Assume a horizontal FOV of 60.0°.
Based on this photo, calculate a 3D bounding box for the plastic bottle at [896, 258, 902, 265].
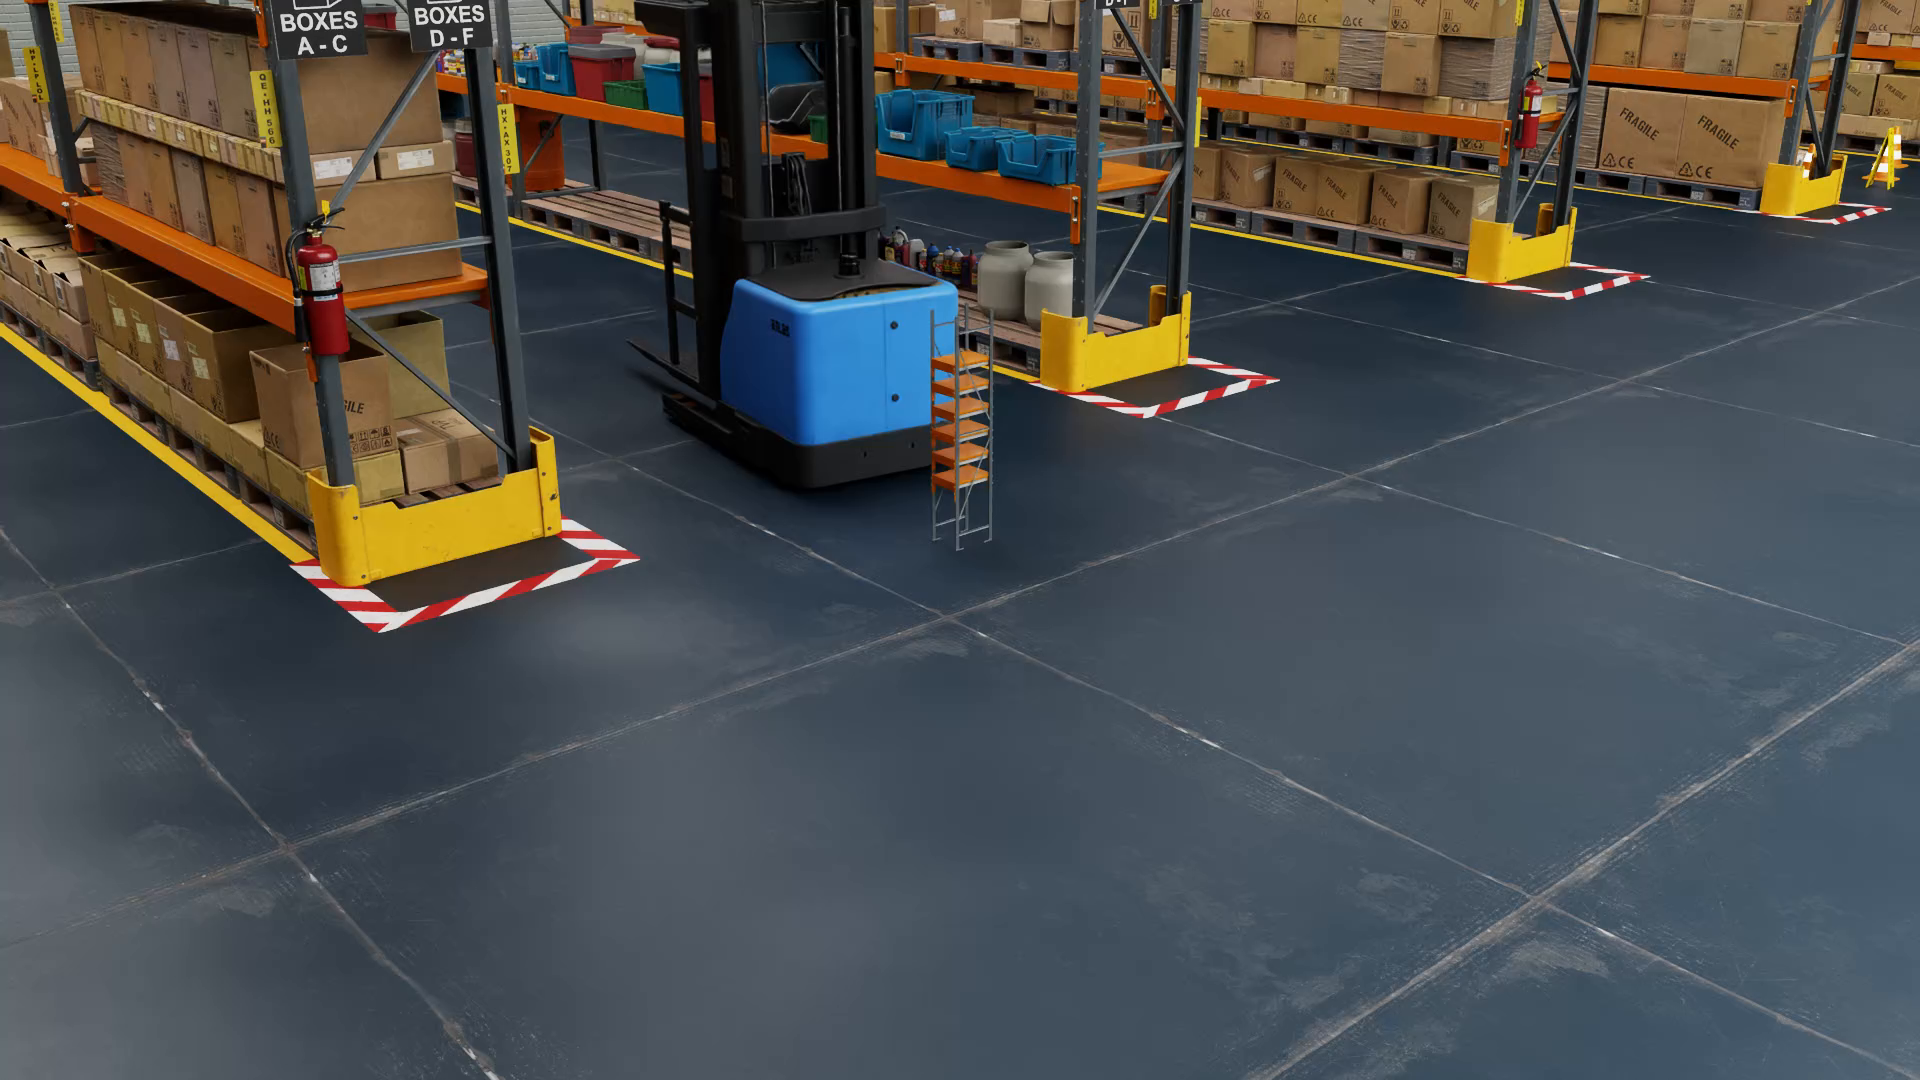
[{"bbox_3d":[-0.443,-1.979,12.545,0.061,0.283,0.133,-17,27,-37],"label":"plastic bottle"}]

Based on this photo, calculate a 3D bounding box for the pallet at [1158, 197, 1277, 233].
[{"bbox_3d":[2.758,-3.343,16.729,1.003,0.211,1.213,-17,27,-37],"label":"pallet"}]

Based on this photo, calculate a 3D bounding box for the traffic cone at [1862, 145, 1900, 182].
[{"bbox_3d":[10.534,-4.345,18.942,0.336,0.463,0.334,-17,27,-37],"label":"traffic cone"}]

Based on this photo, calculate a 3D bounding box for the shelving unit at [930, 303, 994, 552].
[{"bbox_3d":[0.009,-0.555,8.255,0.258,1.200,0.189,-17,27,-37],"label":"shelving unit"}]

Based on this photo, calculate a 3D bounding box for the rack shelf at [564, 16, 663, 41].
[{"bbox_3d":[-4.235,-7.246,23.858,1.077,0.370,4.000,-17,27,-37],"label":"rack shelf"}]

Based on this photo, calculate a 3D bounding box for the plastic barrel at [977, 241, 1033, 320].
[{"bbox_3d":[0.337,-1.873,11.989,0.421,0.512,0.421,0,21,0],"label":"plastic barrel"}]

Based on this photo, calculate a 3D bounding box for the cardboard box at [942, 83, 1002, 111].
[{"bbox_3d":[0.142,-5.136,19.279,0.500,0.250,0.500,-16,27,-35],"label":"cardboard box"}]

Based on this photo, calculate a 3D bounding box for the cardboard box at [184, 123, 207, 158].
[{"bbox_3d":[-3.844,-2.122,8.763,0.380,0.149,0.250,-17,27,-36],"label":"cardboard box"}]

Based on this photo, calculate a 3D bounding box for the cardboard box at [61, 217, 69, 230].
[{"bbox_3d":[-6.626,-2.374,12.858,0.500,0.311,0.500,-18,27,-38],"label":"cardboard box"}]

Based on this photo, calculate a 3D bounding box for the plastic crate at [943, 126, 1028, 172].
[{"bbox_3d":[0.178,-2.713,11.501,0.499,0.251,0.408,-17,27,-37],"label":"plastic crate"}]

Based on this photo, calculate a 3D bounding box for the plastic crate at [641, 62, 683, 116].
[{"bbox_3d":[-2.415,-3.862,14.254,0.392,0.384,0.575,-17,27,-37],"label":"plastic crate"}]

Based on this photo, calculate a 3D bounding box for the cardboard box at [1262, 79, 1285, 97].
[{"bbox_3d":[3.040,-4.231,15.517,0.380,0.149,0.250,-17,27,-37],"label":"cardboard box"}]

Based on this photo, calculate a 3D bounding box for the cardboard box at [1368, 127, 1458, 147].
[{"bbox_3d":[5.643,-5.269,20.333,1.050,0.750,0.750,-18,27,-38],"label":"cardboard box"}]

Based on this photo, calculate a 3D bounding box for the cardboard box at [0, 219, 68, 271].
[{"bbox_3d":[-7.026,-2.243,12.524,0.500,0.311,0.500,-18,28,-39],"label":"cardboard box"}]

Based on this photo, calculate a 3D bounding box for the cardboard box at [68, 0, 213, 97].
[{"bbox_3d":[-4.920,-2.991,10.090,0.700,0.500,0.500,-17,27,-37],"label":"cardboard box"}]

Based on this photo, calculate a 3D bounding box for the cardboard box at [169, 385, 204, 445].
[{"bbox_3d":[-4.166,-0.761,9.507,0.500,0.250,0.500,-17,27,-37],"label":"cardboard box"}]

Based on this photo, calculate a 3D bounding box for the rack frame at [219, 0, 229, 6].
[{"bbox_3d":[-9.293,-6.955,22.127,1.000,3.000,0.127,-17,27,-37],"label":"rack frame"}]

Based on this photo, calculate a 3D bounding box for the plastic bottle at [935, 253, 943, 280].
[{"bbox_3d":[-0.150,-2.161,13.121,0.097,0.201,0.097,0,21,0],"label":"plastic bottle"}]

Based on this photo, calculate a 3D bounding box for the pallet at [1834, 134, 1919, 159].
[{"bbox_3d":[11.858,-5.028,21.031,1.003,0.211,1.213,-17,27,-37],"label":"pallet"}]

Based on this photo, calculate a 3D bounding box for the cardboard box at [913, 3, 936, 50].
[{"bbox_3d":[-0.429,-6.169,19.984,0.500,0.500,0.500,-16,27,-36],"label":"cardboard box"}]

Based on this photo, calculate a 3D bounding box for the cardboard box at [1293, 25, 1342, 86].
[{"bbox_3d":[3.537,-4.456,15.202,0.875,0.500,0.500,-17,27,-37],"label":"cardboard box"}]

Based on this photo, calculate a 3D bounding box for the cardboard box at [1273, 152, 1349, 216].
[{"bbox_3d":[3.368,-3.421,15.956,0.500,0.500,0.500,19,29,40],"label":"cardboard box"}]

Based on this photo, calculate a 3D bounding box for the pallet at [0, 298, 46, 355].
[{"bbox_3d":[-6.526,-1.694,12.520,1.003,0.211,1.213,-17,27,-37],"label":"pallet"}]

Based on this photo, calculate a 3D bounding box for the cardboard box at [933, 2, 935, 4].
[{"bbox_3d":[-0.199,-8.366,26.075,0.380,0.149,0.250,-19,28,-40],"label":"cardboard box"}]

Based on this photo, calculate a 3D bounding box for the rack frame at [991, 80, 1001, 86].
[{"bbox_3d":[0.894,-8.181,25.259,1.000,3.000,0.127,-17,27,-37],"label":"rack frame"}]

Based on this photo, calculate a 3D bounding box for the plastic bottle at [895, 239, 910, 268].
[{"bbox_3d":[-0.462,-2.256,13.253,0.061,0.283,0.133,-17,27,-37],"label":"plastic bottle"}]

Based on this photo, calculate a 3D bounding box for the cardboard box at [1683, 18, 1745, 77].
[{"bbox_3d":[8.075,-5.174,17.376,0.875,0.550,0.550,-17,27,-37],"label":"cardboard box"}]

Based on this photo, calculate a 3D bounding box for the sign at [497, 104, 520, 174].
[{"bbox_3d":[-2.179,-1.926,7.994,0.100,0.325,0.005,-17,27,-37],"label":"sign"}]

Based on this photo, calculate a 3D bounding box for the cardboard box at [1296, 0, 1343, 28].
[{"bbox_3d":[3.382,-4.872,14.895,0.500,0.500,0.500,-17,27,-37],"label":"cardboard box"}]

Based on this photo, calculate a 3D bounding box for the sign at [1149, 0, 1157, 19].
[{"bbox_3d":[1.875,-5.224,16.122,0.100,0.325,0.005,-17,27,-37],"label":"sign"}]

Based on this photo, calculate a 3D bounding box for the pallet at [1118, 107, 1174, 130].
[{"bbox_3d":[2.996,-5.994,23.498,1.003,0.211,1.213,-17,27,-37],"label":"pallet"}]

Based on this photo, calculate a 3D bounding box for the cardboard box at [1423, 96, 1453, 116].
[{"bbox_3d":[4.196,-3.752,14.294,0.380,0.149,0.250,-17,27,-37],"label":"cardboard box"}]

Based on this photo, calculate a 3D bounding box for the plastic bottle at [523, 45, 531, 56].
[{"bbox_3d":[-4.511,-5.033,17.397,0.097,0.271,0.097,0,21,0],"label":"plastic bottle"}]

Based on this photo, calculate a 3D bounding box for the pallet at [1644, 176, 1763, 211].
[{"bbox_3d":[8.146,-3.770,17.820,1.003,0.211,1.213,-17,27,-37],"label":"pallet"}]

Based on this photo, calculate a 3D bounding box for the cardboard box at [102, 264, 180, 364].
[{"bbox_3d":[-4.817,-1.387,10.077,0.500,0.500,0.500,-17,27,-37],"label":"cardboard box"}]

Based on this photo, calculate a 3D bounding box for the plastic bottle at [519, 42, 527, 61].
[{"bbox_3d":[-4.614,-5.126,17.618,0.061,0.283,0.133,-17,27,-37],"label":"plastic bottle"}]

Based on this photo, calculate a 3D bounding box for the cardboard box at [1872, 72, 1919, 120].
[{"bbox_3d":[11.691,-5.496,20.569,0.500,0.500,0.500,-17,27,-37],"label":"cardboard box"}]

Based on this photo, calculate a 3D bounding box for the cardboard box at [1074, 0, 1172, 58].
[{"bbox_3d":[1.880,-5.546,17.132,1.000,1.000,1.000,-17,27,-37],"label":"cardboard box"}]

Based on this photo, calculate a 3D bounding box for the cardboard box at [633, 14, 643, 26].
[{"bbox_3d":[-4.381,-7.343,23.464,0.380,0.149,0.250,-17,27,-37],"label":"cardboard box"}]

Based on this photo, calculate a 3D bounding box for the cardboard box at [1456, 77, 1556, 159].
[{"bbox_3d":[6.474,-4.987,19.441,0.875,0.875,0.875,-17,27,-37],"label":"cardboard box"}]

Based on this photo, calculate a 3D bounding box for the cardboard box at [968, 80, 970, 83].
[{"bbox_3d":[0.274,-7.168,26.006,0.380,0.149,0.250,-17,27,-36],"label":"cardboard box"}]

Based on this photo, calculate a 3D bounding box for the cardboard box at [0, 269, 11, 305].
[{"bbox_3d":[-7.033,-1.986,12.636,0.500,0.250,0.500,-18,28,-39],"label":"cardboard box"}]

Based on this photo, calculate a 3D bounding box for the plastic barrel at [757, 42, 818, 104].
[{"bbox_3d":[-1.482,-4.051,14.028,0.600,0.901,0.708,-17,27,-37],"label":"plastic barrel"}]

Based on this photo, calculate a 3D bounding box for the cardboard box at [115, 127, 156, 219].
[{"bbox_3d":[-4.571,-2.242,9.959,0.700,0.500,0.500,-18,28,-38],"label":"cardboard box"}]

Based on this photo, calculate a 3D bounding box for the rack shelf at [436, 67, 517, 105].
[{"bbox_3d":[-5.376,-4.962,18.026,1.077,0.370,4.000,-17,27,-37],"label":"rack shelf"}]

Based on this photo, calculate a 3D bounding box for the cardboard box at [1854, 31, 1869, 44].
[{"bbox_3d":[11.353,-6.295,20.788,0.380,0.149,0.250,-17,27,-37],"label":"cardboard box"}]

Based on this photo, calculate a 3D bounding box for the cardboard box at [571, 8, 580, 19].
[{"bbox_3d":[-5.559,-7.840,24.732,0.380,0.149,0.250,-17,27,-37],"label":"cardboard box"}]

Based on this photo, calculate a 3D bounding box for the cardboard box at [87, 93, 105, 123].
[{"bbox_3d":[-5.022,-2.620,10.034,0.380,0.149,0.250,-17,27,-37],"label":"cardboard box"}]

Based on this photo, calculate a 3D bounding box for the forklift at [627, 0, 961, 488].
[{"bbox_3d":[-1.201,-2.132,9.909,1.130,2.935,3.031,-13,25,-30],"label":"forklift"}]

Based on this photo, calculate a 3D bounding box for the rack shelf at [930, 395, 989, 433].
[{"bbox_3d":[0.009,-0.625,8.227,0.258,0.103,0.180,-17,27,-37],"label":"rack shelf"}]
